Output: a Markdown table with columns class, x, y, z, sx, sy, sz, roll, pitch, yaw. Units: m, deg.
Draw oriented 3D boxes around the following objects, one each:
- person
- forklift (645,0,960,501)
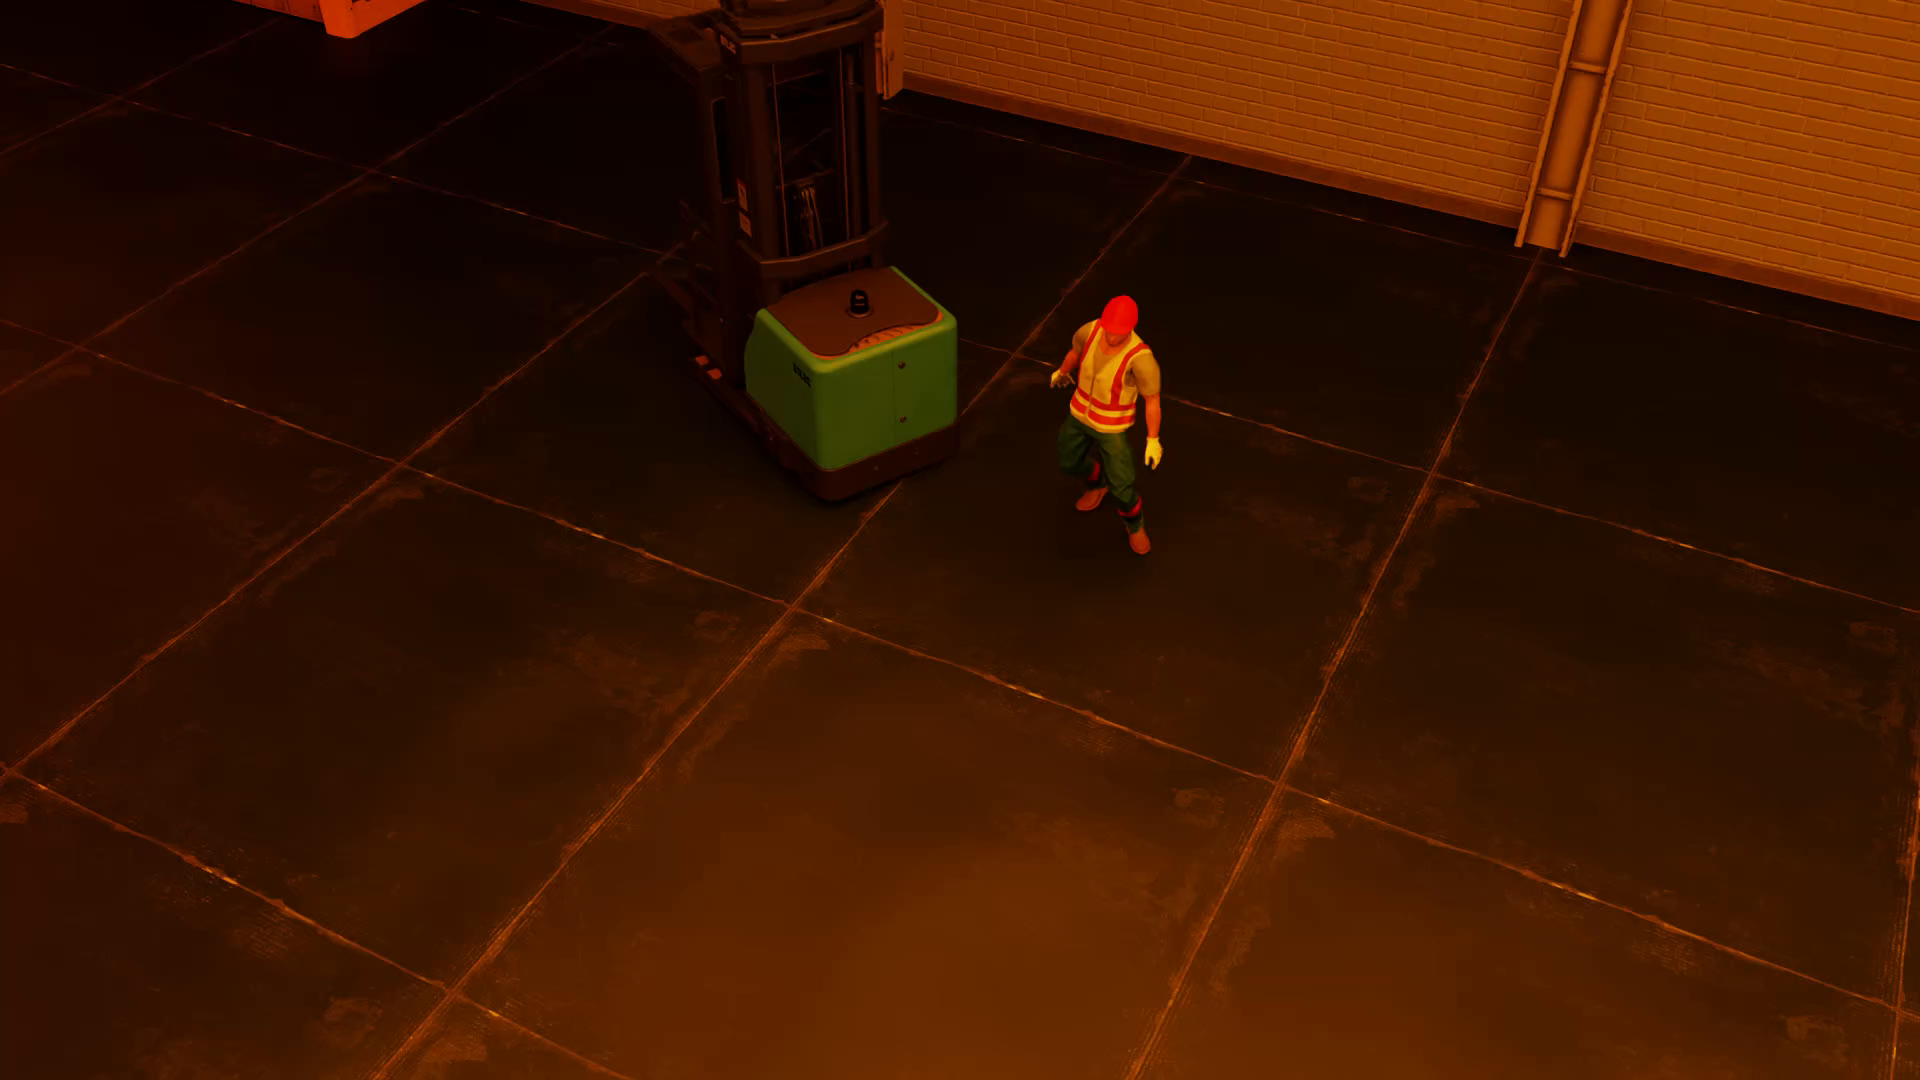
| class | x | y | z | sx | sy | sz | roll | pitch | yaw |
| --- | --- | --- | --- | --- | --- | --- | --- | --- | --- |
| person | 0.867 | -0.788 | 9.878 | 0.496 | 1.702 | 0.894 | -32 | 50 | -32 |
| forklift | -1.224 | -2.286 | 10.700 | 1.130 | 2.935 | 3.031 | -23 | 45 | -25 |
